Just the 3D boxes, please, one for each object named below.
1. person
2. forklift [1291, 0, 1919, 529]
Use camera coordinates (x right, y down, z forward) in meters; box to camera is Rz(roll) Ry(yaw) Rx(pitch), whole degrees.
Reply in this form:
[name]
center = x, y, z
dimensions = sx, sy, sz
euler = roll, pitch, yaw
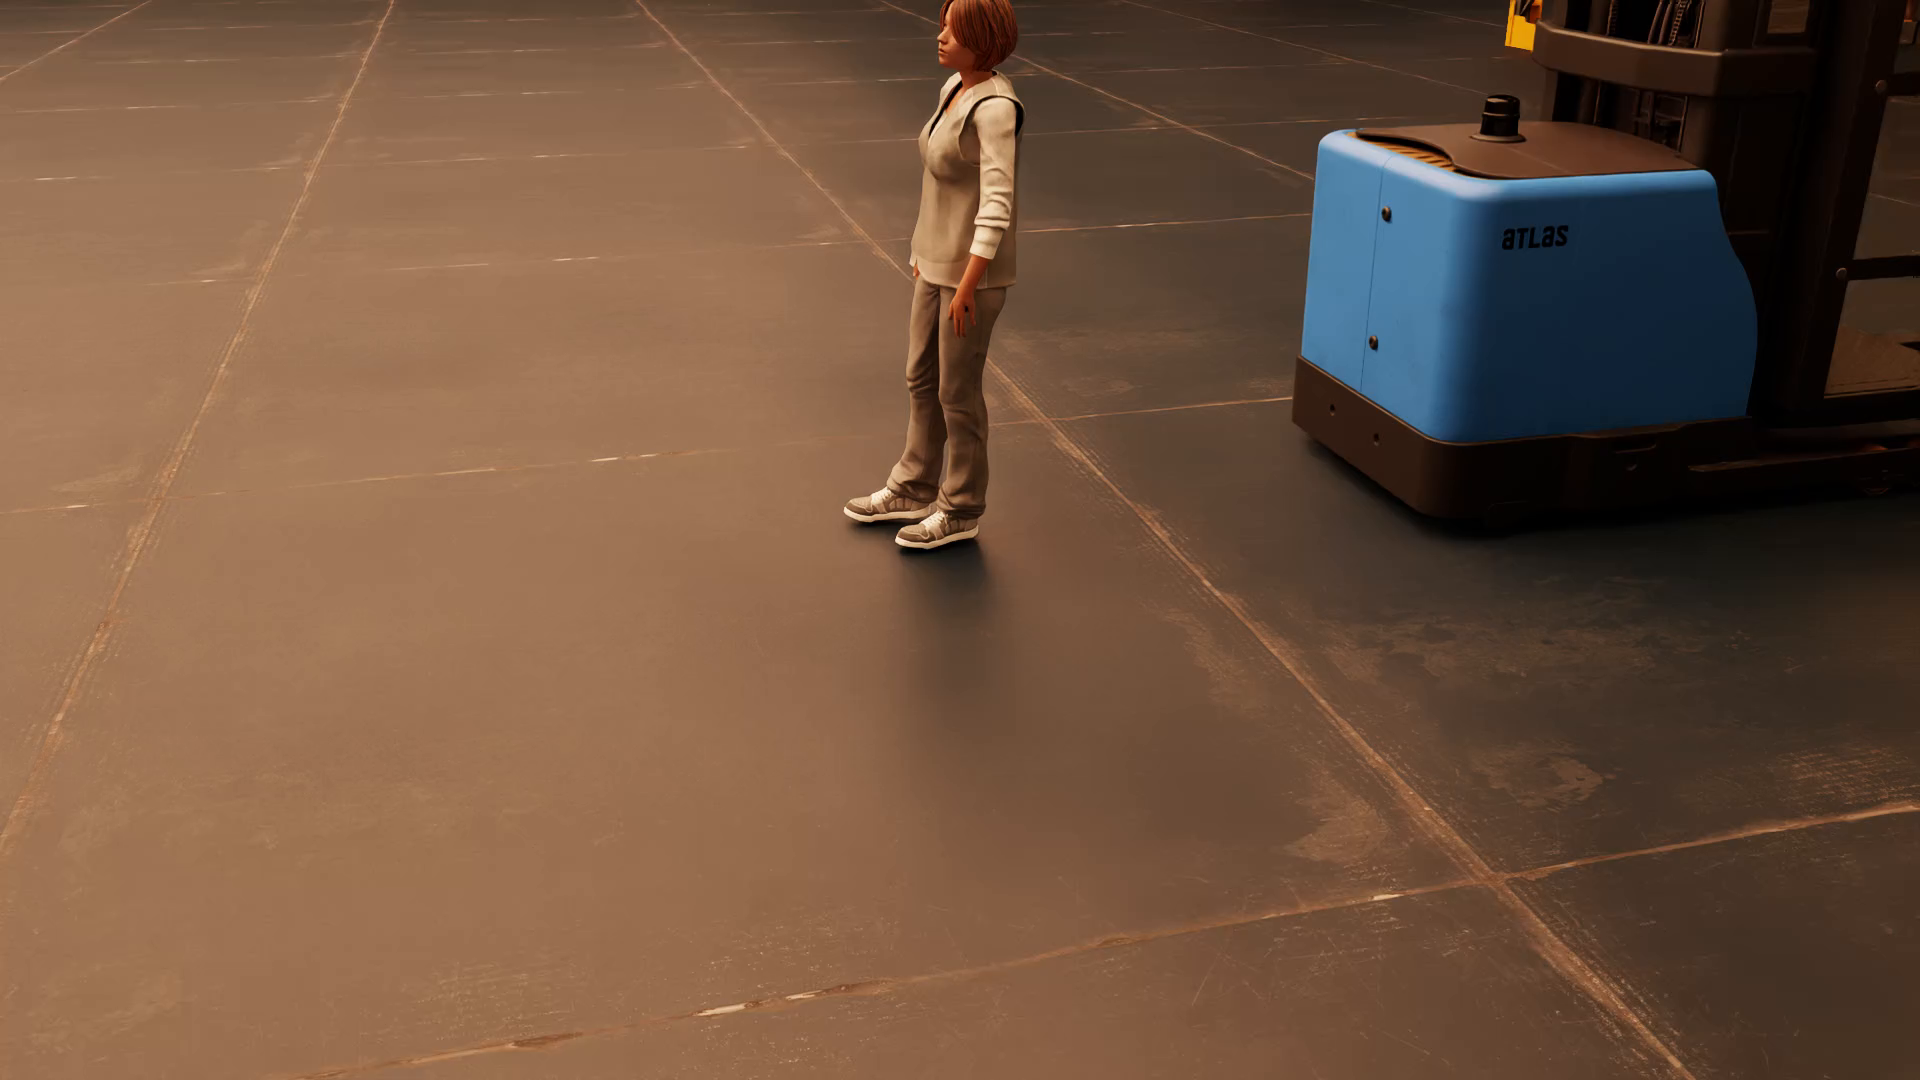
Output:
[person]
center = -0.076, -0.739, 4.731
dimensions = 0.473, 1.599, 0.521
euler = -6, 24, -14
[forklift]
center = 2.743, -1.687, 5.273
dimensions = 3.031, 2.935, 1.130
euler = -6, 24, -14
